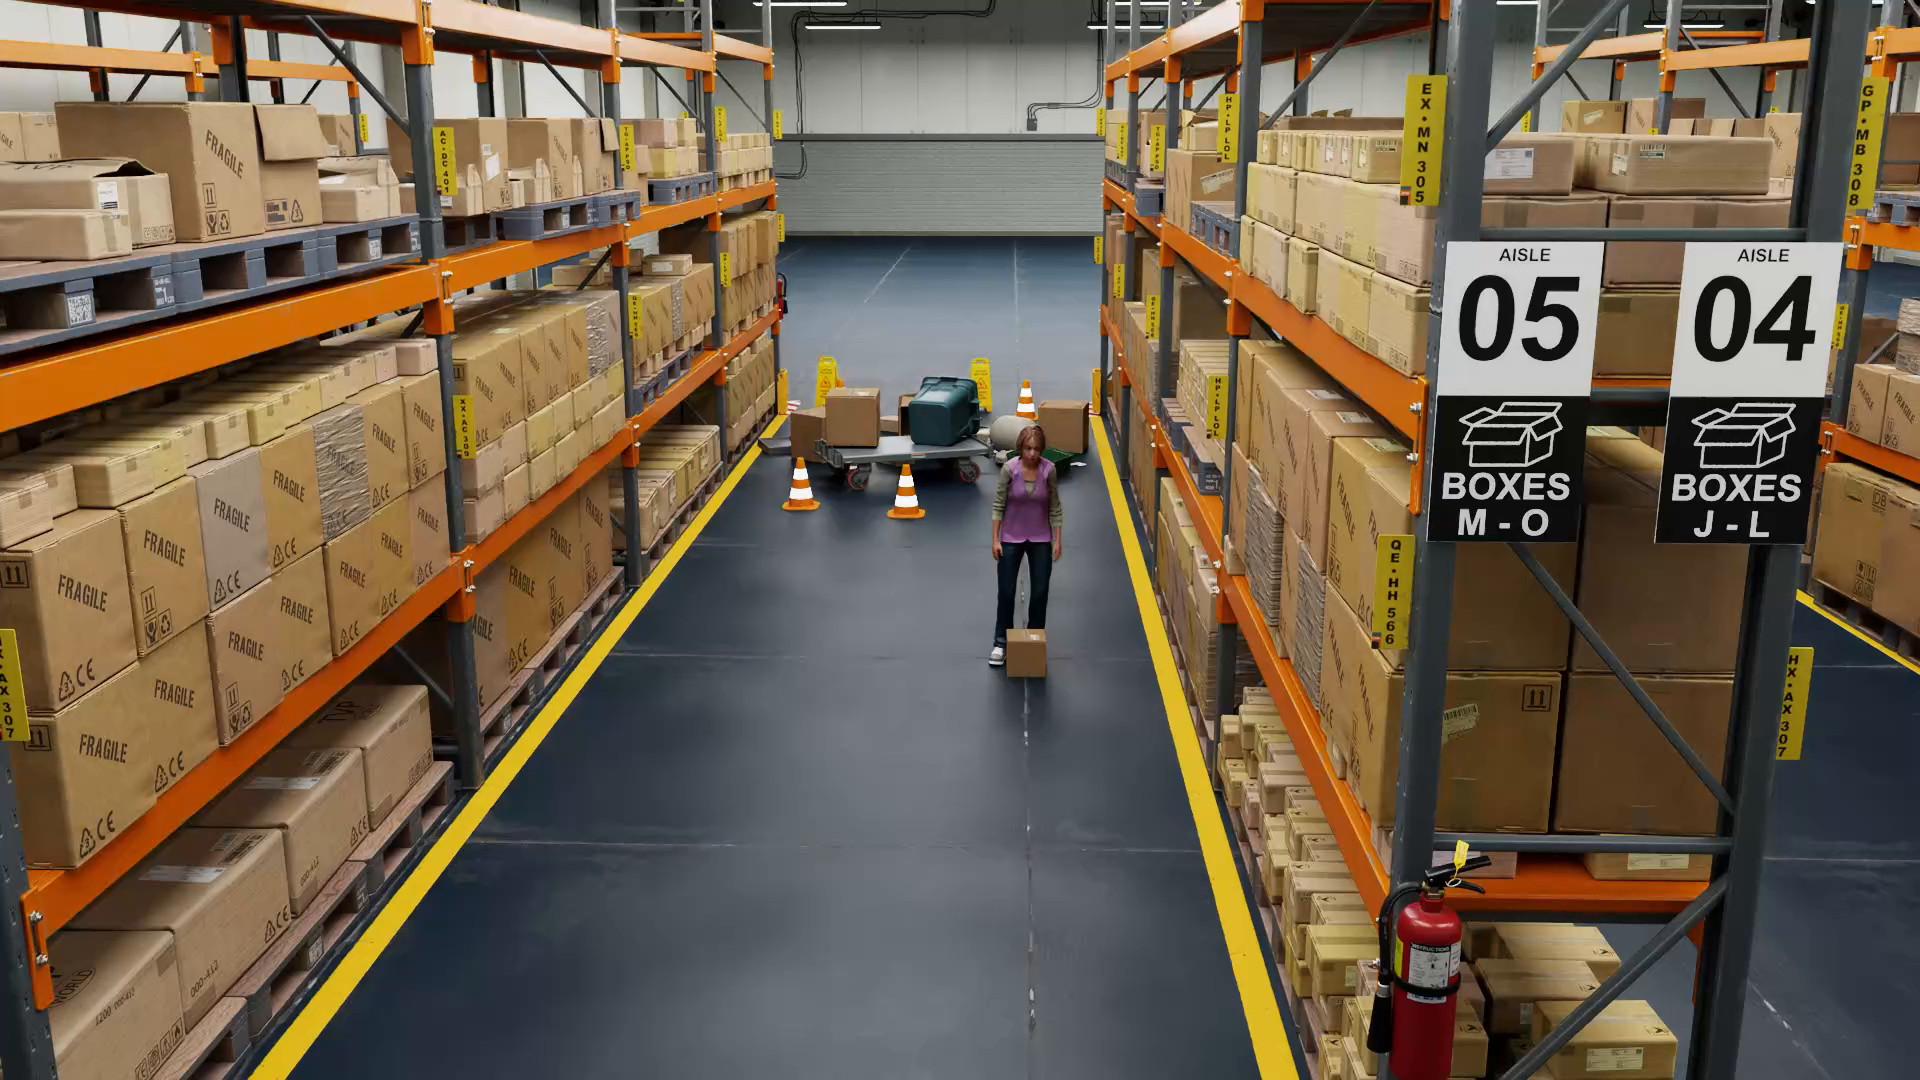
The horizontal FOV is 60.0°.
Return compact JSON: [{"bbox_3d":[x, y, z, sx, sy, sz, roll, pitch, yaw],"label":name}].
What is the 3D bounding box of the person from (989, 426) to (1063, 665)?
[{"bbox_3d":[0.432,0.033,10.894,0.484,1.593,0.375,0,14,-2],"label":"person"}]
